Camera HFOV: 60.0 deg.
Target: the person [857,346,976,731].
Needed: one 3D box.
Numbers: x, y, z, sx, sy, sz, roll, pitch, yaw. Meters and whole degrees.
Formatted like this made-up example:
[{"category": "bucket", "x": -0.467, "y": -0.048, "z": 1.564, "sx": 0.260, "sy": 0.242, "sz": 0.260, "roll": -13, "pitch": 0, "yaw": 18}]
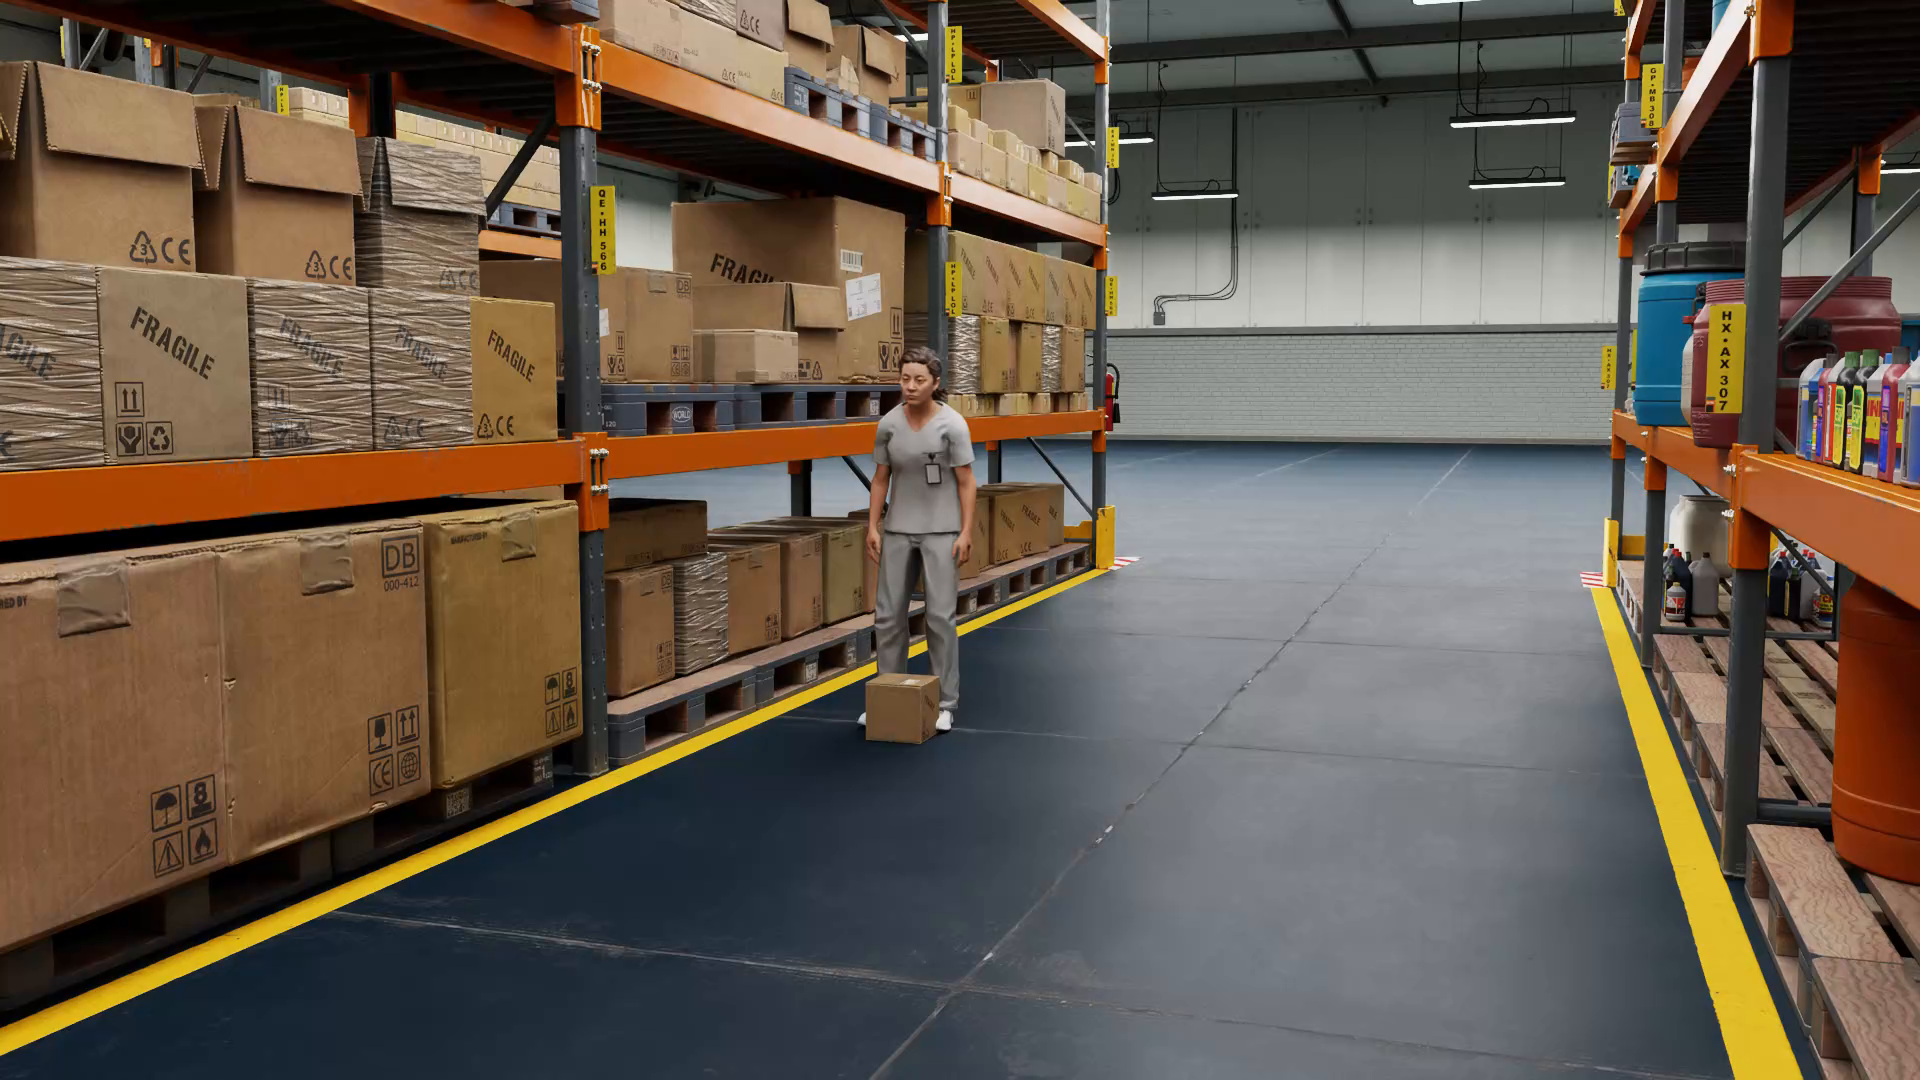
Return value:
[{"category": "person", "x": -0.175, "y": 0.001, "z": 7.308, "sx": 0.495, "sy": 1.652, "sz": 0.352, "roll": 2, "pitch": 6, "yaw": 18}]
